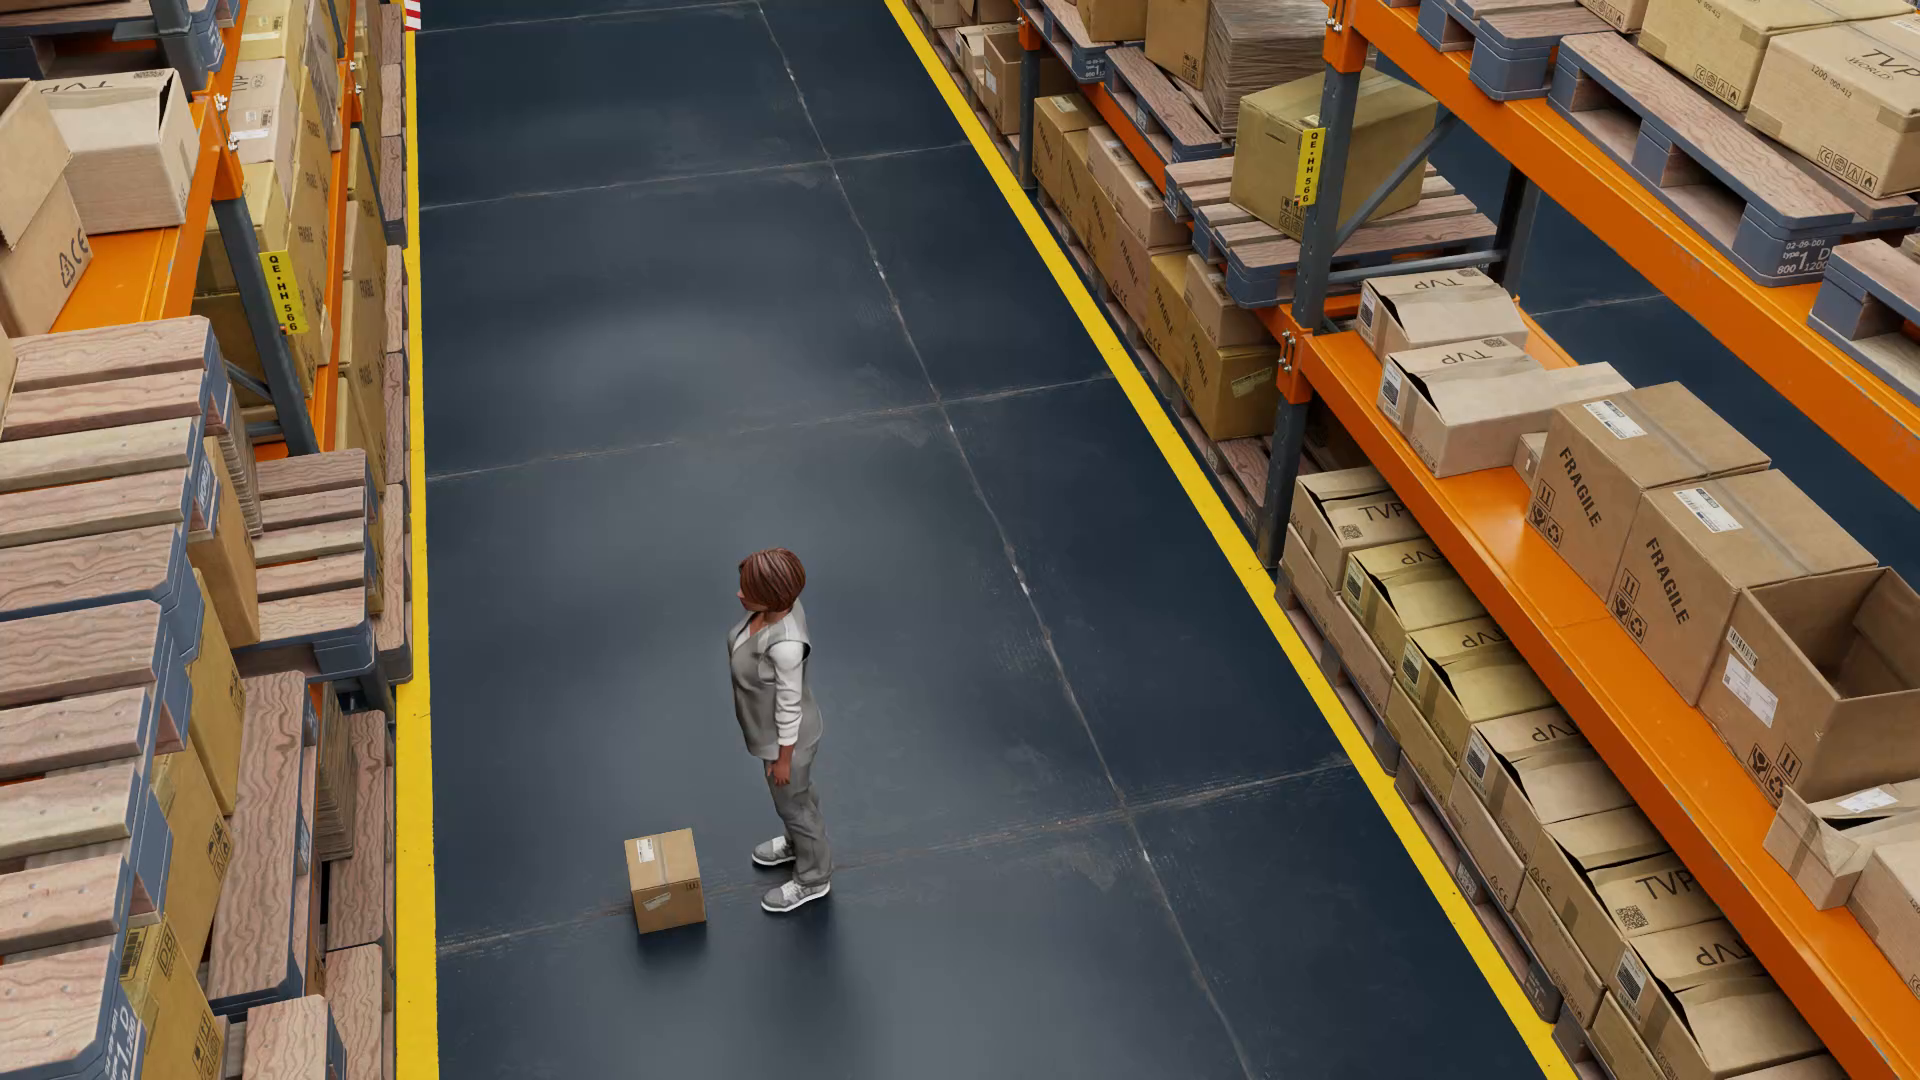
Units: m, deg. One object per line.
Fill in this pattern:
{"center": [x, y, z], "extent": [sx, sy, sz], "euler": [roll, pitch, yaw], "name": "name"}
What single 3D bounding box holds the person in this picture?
{"center": [-0.634, 0.673, 5.872], "extent": [0.305, 1.607, 0.406], "euler": [-9, 40, -11], "name": "person"}
